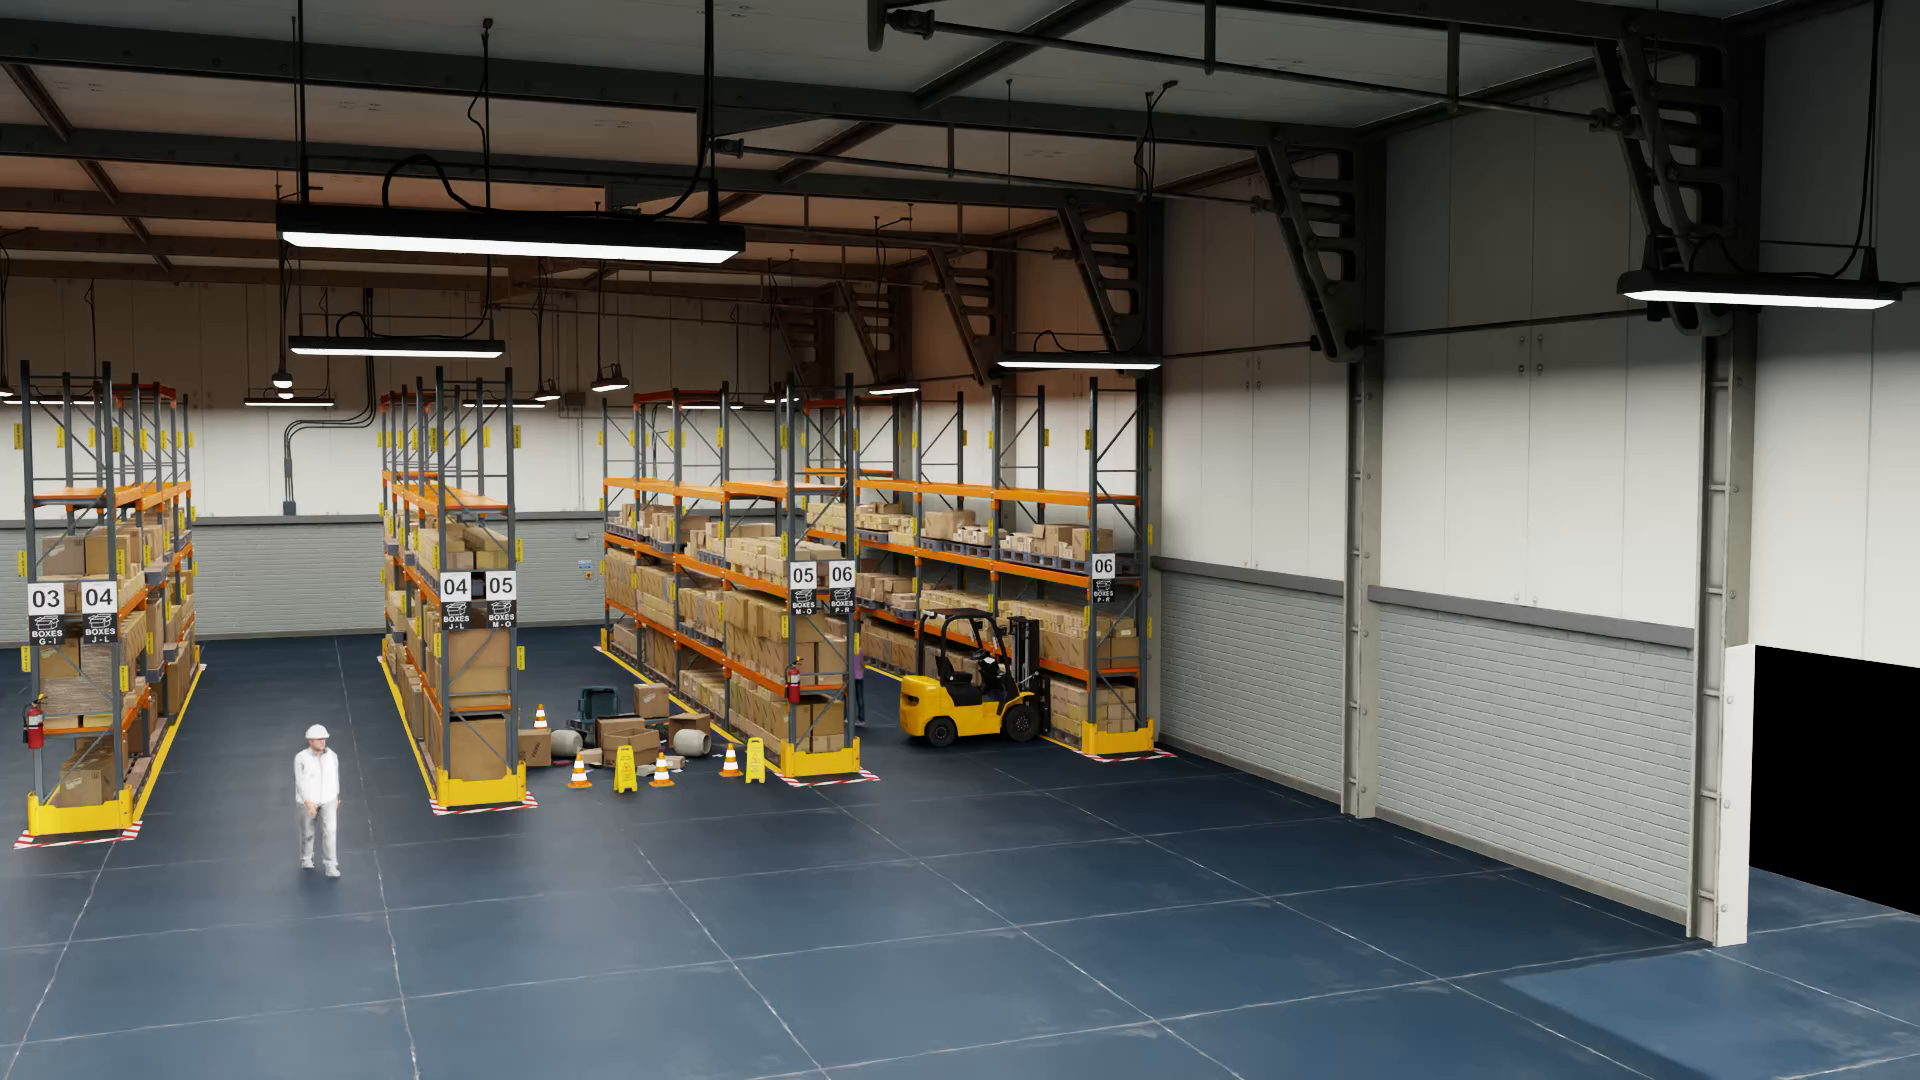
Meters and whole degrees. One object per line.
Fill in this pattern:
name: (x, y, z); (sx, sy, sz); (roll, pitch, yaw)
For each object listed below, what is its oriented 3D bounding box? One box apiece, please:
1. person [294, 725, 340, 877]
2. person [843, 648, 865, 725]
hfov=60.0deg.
person: (-7.356, 2.977, 19.107); (0.537, 1.710, 1.015); (-3, 4, -37)
person: (-1.867, 2.477, 29.180); (0.461, 1.572, 0.724); (-2, 4, -32)
